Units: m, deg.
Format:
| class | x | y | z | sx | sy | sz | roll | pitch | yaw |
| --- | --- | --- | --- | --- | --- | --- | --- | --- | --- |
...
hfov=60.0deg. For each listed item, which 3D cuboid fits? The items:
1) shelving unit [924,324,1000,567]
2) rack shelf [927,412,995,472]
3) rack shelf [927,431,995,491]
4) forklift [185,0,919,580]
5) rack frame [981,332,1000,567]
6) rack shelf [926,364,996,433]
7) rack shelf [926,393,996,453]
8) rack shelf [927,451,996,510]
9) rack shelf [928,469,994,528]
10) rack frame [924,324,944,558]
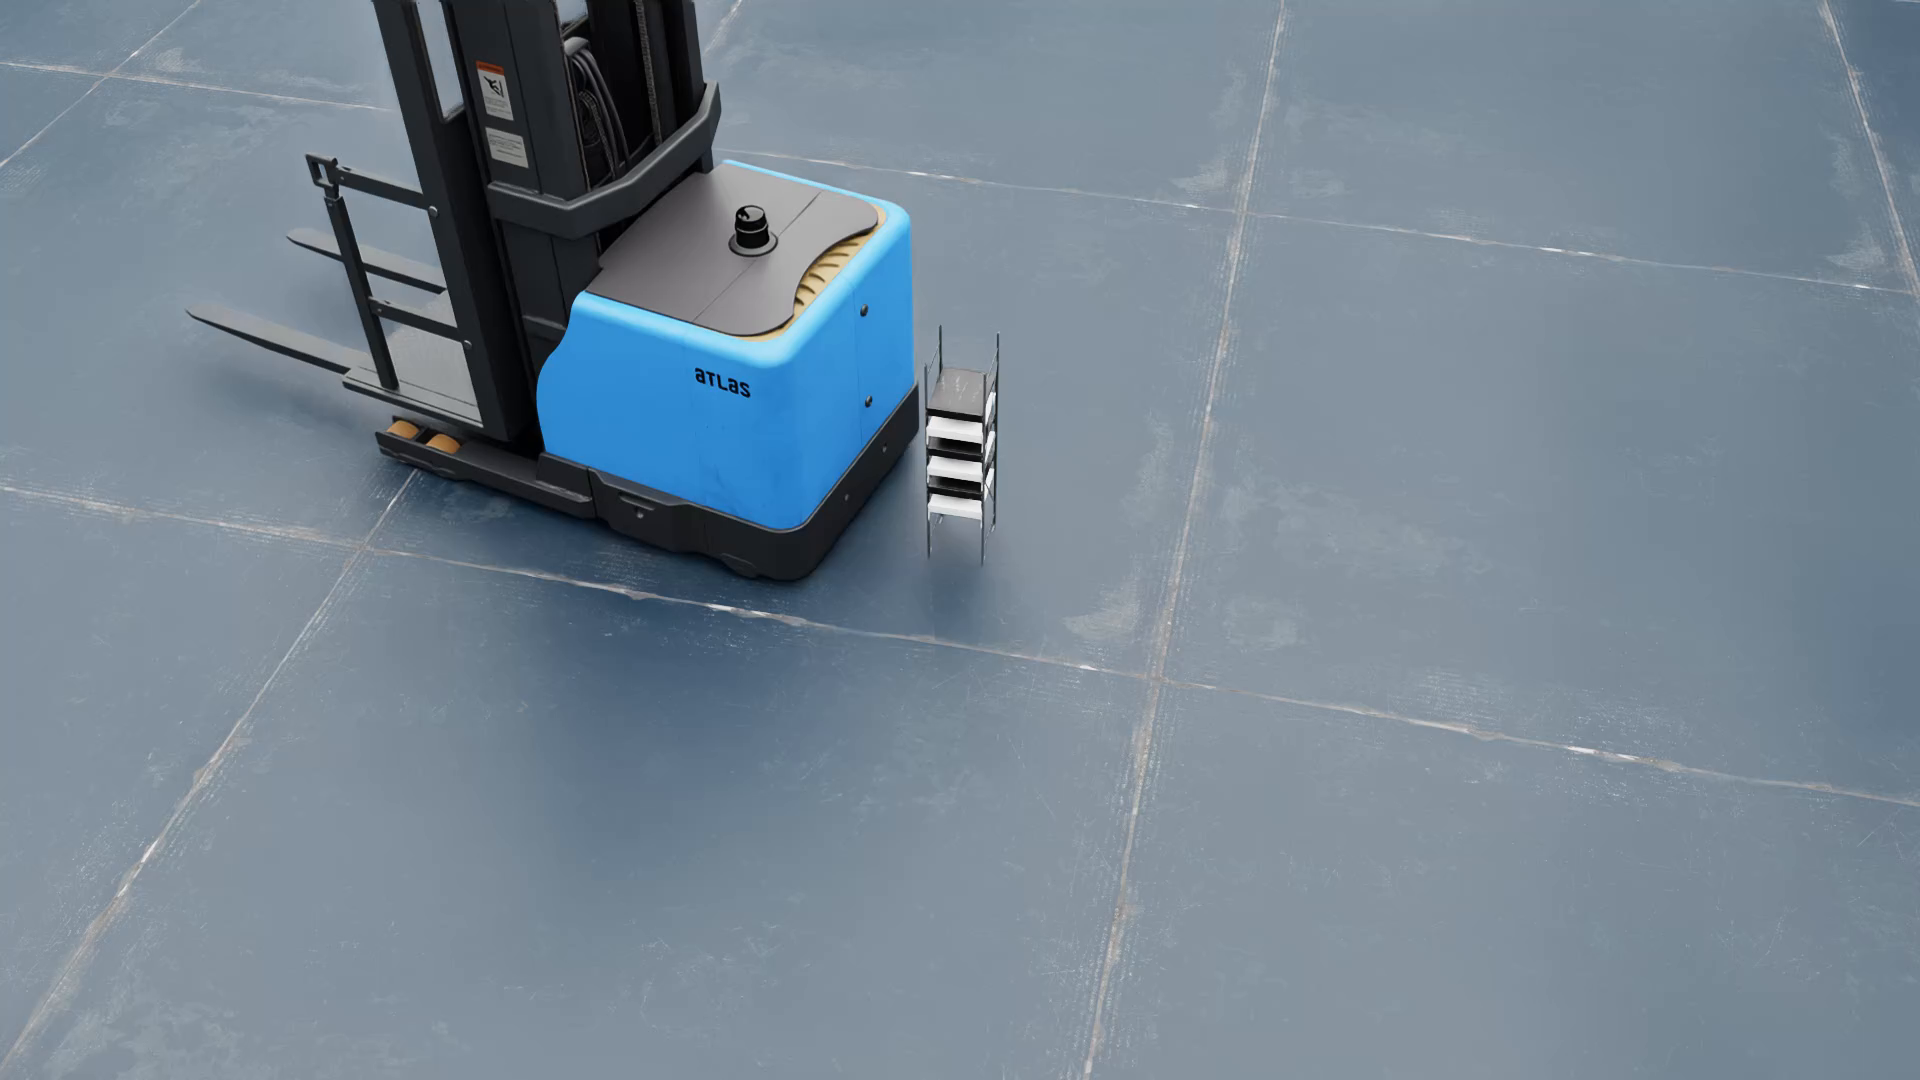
| class | x | y | z | sx | sy | sz | roll | pitch | yaw |
| --- | --- | --- | --- | --- | --- | --- | --- | --- | --- |
| shelving unit | 0.008 | -0.323 | 5.937 | 0.210 | 0.900 | 0.258 | 9 | 45 | 9 |
| rack shelf | 0.008 | -0.364 | 5.897 | 0.200 | 0.077 | 0.258 | 9 | 45 | 9 |
| rack shelf | 0.008 | -0.299 | 5.960 | 0.200 | 0.077 | 0.258 | 9 | 45 | 9 |
| forklift | -1.719 | -1.613 | 5.812 | 3.031 | 2.935 | 1.130 | 18 | 47 | 18 |
| rack frame | 0.107 | -0.308 | 5.921 | 0.006 | 0.900 | 0.240 | 9 | 45 | 9 |
| rack shelf | 0.008 | -0.493 | 5.773 | 0.200 | 0.077 | 0.258 | 9 | 45 | 9 |
| rack shelf | 0.008 | -0.429 | 5.835 | 0.200 | 0.077 | 0.258 | 9 | 45 | 9 |
| rack shelf | 0.008 | -0.234 | 6.022 | 0.200 | 0.077 | 0.258 | 9 | 45 | 9 |
| rack shelf | 0.008 | -0.169 | 6.085 | 0.200 | 0.077 | 0.258 | 9 | 45 | 9 |
| rack frame | -0.091 | -0.338 | 5.953 | 0.006 | 0.900 | 0.240 | 9 | 45 | 9 |
